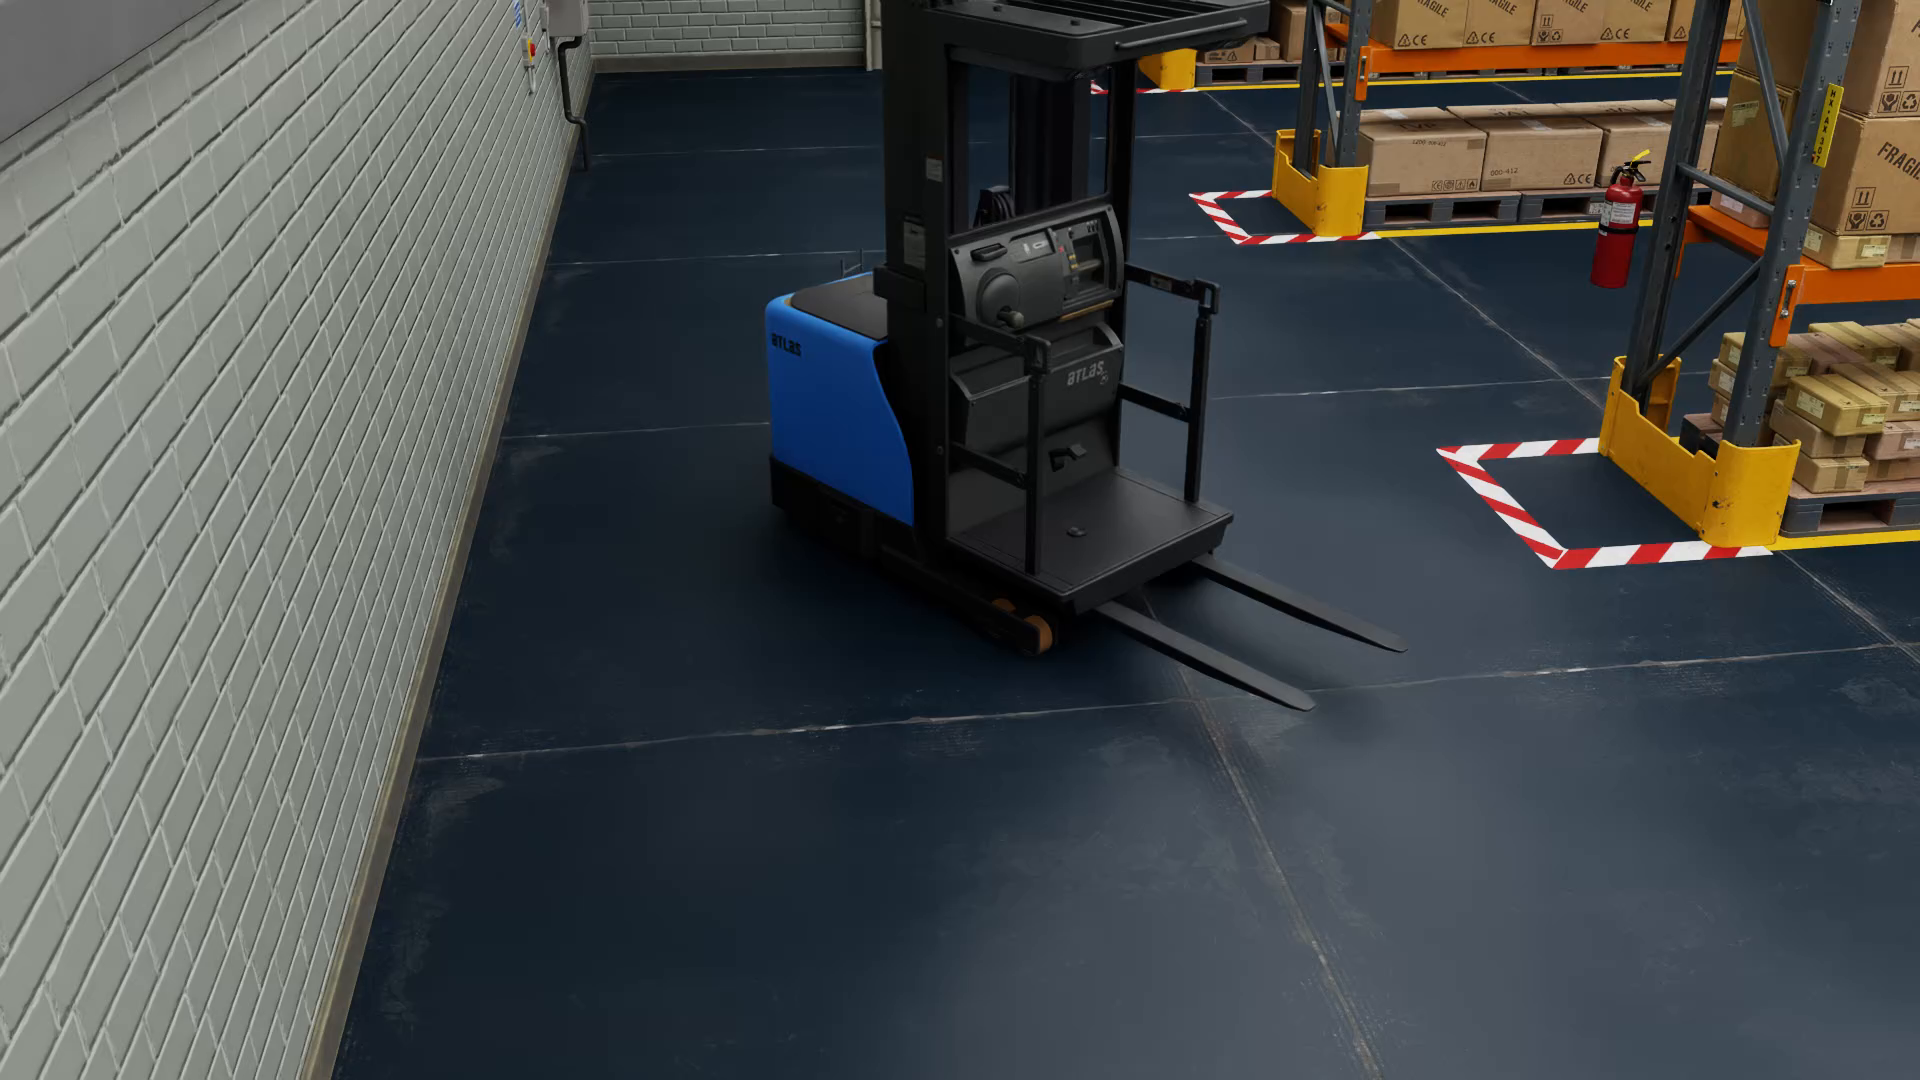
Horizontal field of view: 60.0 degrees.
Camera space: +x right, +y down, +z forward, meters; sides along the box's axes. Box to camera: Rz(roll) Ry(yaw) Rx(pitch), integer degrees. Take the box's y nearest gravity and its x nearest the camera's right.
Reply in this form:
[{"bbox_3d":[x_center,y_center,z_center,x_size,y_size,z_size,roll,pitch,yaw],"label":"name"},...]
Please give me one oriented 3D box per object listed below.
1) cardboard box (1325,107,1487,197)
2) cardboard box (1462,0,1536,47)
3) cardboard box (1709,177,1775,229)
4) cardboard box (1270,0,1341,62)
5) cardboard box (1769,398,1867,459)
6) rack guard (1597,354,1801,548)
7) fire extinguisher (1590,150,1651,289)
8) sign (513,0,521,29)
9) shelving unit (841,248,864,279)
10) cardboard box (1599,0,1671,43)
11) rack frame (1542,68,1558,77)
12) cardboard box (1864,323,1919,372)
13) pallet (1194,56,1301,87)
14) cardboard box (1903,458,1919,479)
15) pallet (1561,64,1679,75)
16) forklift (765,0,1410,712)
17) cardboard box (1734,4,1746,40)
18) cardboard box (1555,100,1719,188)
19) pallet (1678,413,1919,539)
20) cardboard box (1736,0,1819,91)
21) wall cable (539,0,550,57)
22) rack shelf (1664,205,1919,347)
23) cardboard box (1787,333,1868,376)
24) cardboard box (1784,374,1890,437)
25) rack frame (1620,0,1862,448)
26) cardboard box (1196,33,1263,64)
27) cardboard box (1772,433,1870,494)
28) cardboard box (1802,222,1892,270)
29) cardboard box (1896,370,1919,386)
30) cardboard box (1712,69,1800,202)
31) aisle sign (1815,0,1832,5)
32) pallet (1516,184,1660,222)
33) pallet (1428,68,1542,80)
[{"bbox_3d":[3.337,-2.929,12.519,0.875,0.438,0.875,-5,28,-9],"label":"cardboard box"},{"bbox_3d":[3.709,-3.785,11.731,0.500,0.500,0.500,-4,27,-8],"label":"cardboard box"},{"bbox_3d":[3.770,-1.600,7.858,0.250,0.149,0.380,-4,27,-7],"label":"cardboard box"},{"bbox_3d":[3.473,-5.146,16.771,0.500,0.500,0.700,-3,27,-5],"label":"cardboard box"},{"bbox_3d":[4.041,-0.532,7.837,0.250,0.149,0.380,-3,27,-5],"label":"cardboard box"},{"bbox_3d":[3.562,-0.456,8.091,0.348,0.500,1.175,-4,27,-7],"label":"rack guard"},{"bbox_3d":[3.173,-1.556,7.989,0.183,0.674,0.296,-4,27,-7],"label":"fire extinguisher"},{"bbox_3d":[-2.937,-3.520,11.029,0.001,0.218,0.327,-4,27,-7],"label":"sign"},{"bbox_3d":[-0.424,-0.919,8.392,0.252,1.050,0.215,13,30,24],"label":"shelving unit"},{"bbox_3d":[4.709,-3.848,11.855,0.500,0.500,0.500,-3,27,-5],"label":"cardboard box"},{"bbox_3d":[5.963,-6.293,16.728,0.127,3.000,1.000,-4,27,-7],"label":"rack frame"},{"bbox_3d":[4.737,-0.947,8.320,0.250,0.149,0.380,-5,28,-9],"label":"cardboard box"},{"bbox_3d":[2.866,-4.854,16.978,1.213,0.211,1.003,-4,27,-7],"label":"pallet"},{"bbox_3d":[4.543,-0.443,7.991,0.250,0.149,0.380,-3,27,-7],"label":"cardboard box"},{"bbox_3d":[6.763,-5.121,17.499,1.213,0.211,1.003,-4,27,-7],"label":"pallet"},{"bbox_3d":[0.473,-1.092,6.668,1.130,2.935,3.031,-23,35,-37],"label":"forklift"},{"bbox_3d":[5.726,-3.913,11.982,0.500,0.500,0.500,-4,27,-8],"label":"cardboard box"},{"bbox_3d":[5.135,-3.047,12.750,0.875,0.438,0.875,-4,27,-9],"label":"cardboard box"},{"bbox_3d":[4.372,-0.363,8.227,1.213,0.211,1.003,-4,27,-7],"label":"pallet"},{"bbox_3d":[3.905,-2.327,7.468,0.500,0.500,0.500,-4,27,-8],"label":"cardboard box"},{"bbox_3d":[-3.092,-4.518,12.157,0.122,1.984,0.588,-4,27,-7],"label":"wall cable"},{"bbox_3d":[5.467,-1.371,7.923,4.000,0.370,1.077,-4,27,-7],"label":"rack shelf"},{"bbox_3d":[4.233,-0.885,8.200,0.250,0.149,0.380,-3,27,-6],"label":"cardboard box"},{"bbox_3d":[4.053,-0.626,7.696,0.250,0.149,0.380,-5,28,-9],"label":"cardboard box"},{"bbox_3d":[3.487,-1.563,7.511,0.127,3.000,1.000,-4,27,-7],"label":"rack frame"},{"bbox_3d":[2.621,-5.111,16.699,0.637,0.503,0.797,-5,28,-9],"label":"cardboard box"},{"bbox_3d":[4.050,-0.370,7.849,0.250,0.149,0.380,-3,27,-6],"label":"cardboard box"},{"bbox_3d":[3.853,-1.324,7.320,0.250,0.149,0.380,-4,27,-8],"label":"cardboard box"},{"bbox_3d":[4.577,-0.656,7.755,0.250,0.149,0.380,-4,27,-7],"label":"cardboard box"},{"bbox_3d":[3.896,-1.885,7.703,0.500,0.500,0.500,-3,27,-6],"label":"cardboard box"},{"bbox_3d":[3.456,-2.580,6.644,0.004,0.787,0.394,-4,27,-7],"label":"aisle sign"},{"bbox_3d":[4.683,-2.716,12.813,1.213,0.211,1.003,-4,27,-7],"label":"pallet"},{"bbox_3d":[5.283,-5.009,17.281,1.213,0.211,1.003,-4,27,-7],"label":"pallet"}]
